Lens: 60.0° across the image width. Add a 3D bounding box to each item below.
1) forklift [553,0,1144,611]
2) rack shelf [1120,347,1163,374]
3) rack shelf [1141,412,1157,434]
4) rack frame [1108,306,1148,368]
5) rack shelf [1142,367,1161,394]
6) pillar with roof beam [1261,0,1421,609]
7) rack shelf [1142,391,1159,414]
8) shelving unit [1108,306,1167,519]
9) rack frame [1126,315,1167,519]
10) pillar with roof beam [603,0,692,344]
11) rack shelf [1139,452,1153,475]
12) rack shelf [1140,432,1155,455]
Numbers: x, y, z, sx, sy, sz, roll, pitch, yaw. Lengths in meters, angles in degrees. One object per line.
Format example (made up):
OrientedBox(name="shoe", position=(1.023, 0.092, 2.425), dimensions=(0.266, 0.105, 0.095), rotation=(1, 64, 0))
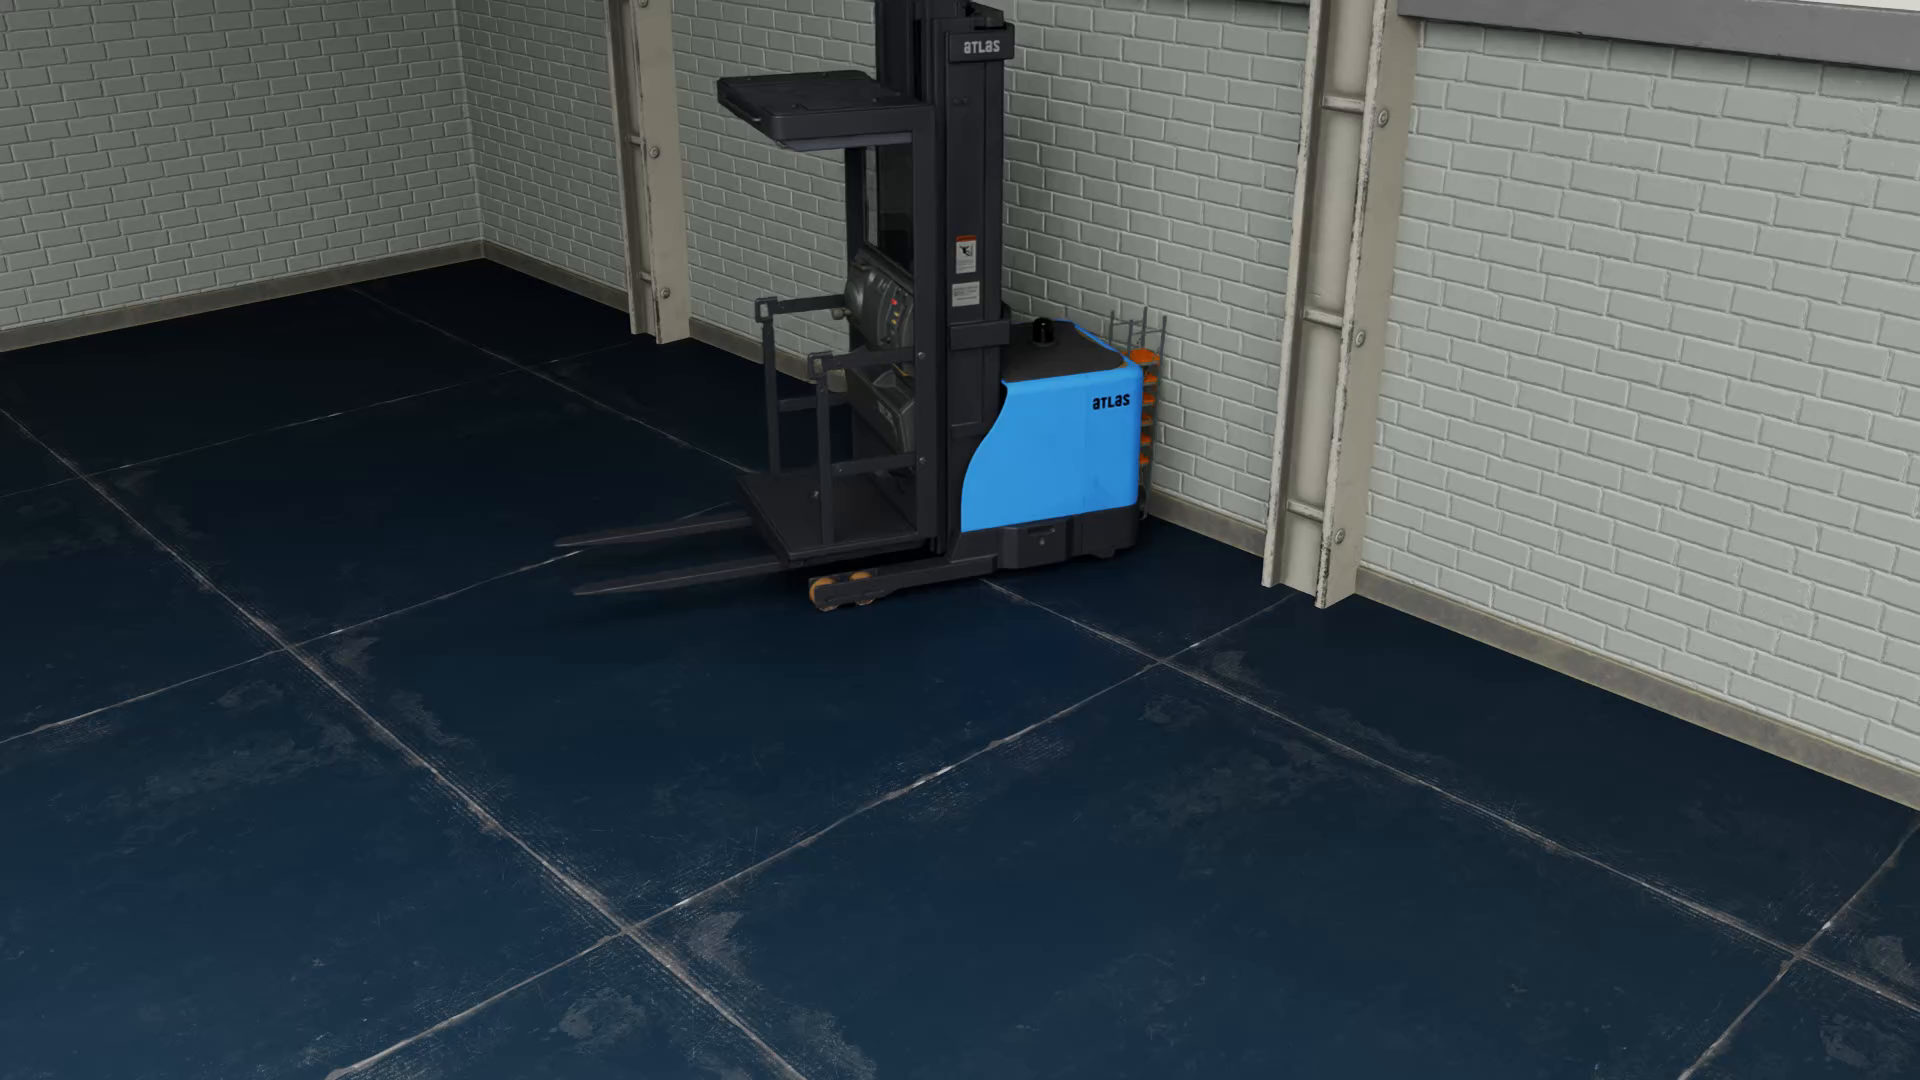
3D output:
OrientedBox(name="forklift", position=(-0.597, -1.220, 8.393), dimensions=(3.031, 2.935, 1.130), rotation=(-9, 26, -19))
OrientedBox(name="rack shelf", position=(0.959, -0.975, 9.158), dimensions=(0.258, 0.103, 0.180), rotation=(-10, 28, -27))
OrientedBox(name="rack shelf", position=(0.943, -0.647, 9.307), dimensions=(0.258, 0.103, 0.180), rotation=(-10, 28, -27))
OrientedBox(name="rack frame", position=(0.902, -0.723, 9.361), dimensions=(0.240, 1.200, 0.006), rotation=(-10, 28, -27))
OrientedBox(name="rack shelf", position=(0.954, -0.866, 9.208), dimensions=(0.258, 0.103, 0.180), rotation=(-10, 28, -27))
OrientedBox(name="pillar with roof beam", position=(-1.314, -2.624, 4.161), dimensions=(9.100, 9.000, 0.400), rotation=(-21, 32, -38))
OrientedBox(name="rack shelf", position=(0.949, -0.757, 9.257), dimensions=(0.258, 0.103, 0.180), rotation=(-10, 28, -27))
OrientedBox(name="shelving unit", position=(0.945, -0.688, 9.288), dimensions=(0.258, 1.200, 0.189), rotation=(-10, 28, -27))
OrientedBox(name="rack frame", position=(0.989, -0.653, 9.216), dimensions=(0.240, 1.200, 0.006), rotation=(-10, 28, -27))
OrientedBox(name="pillar with roof beam", position=(-5.415, -4.442, 8.145), dimensions=(9.100, 9.000, 0.400), rotation=(-21, 32, -38))
OrientedBox(name="rack shelf", position=(0.932, -0.429, 9.406), dimensions=(0.258, 0.103, 0.180), rotation=(-10, 28, -27))
OrientedBox(name="rack shelf", position=(0.938, -0.538, 9.356), dimensions=(0.258, 0.103, 0.180), rotation=(-10, 28, -27))
